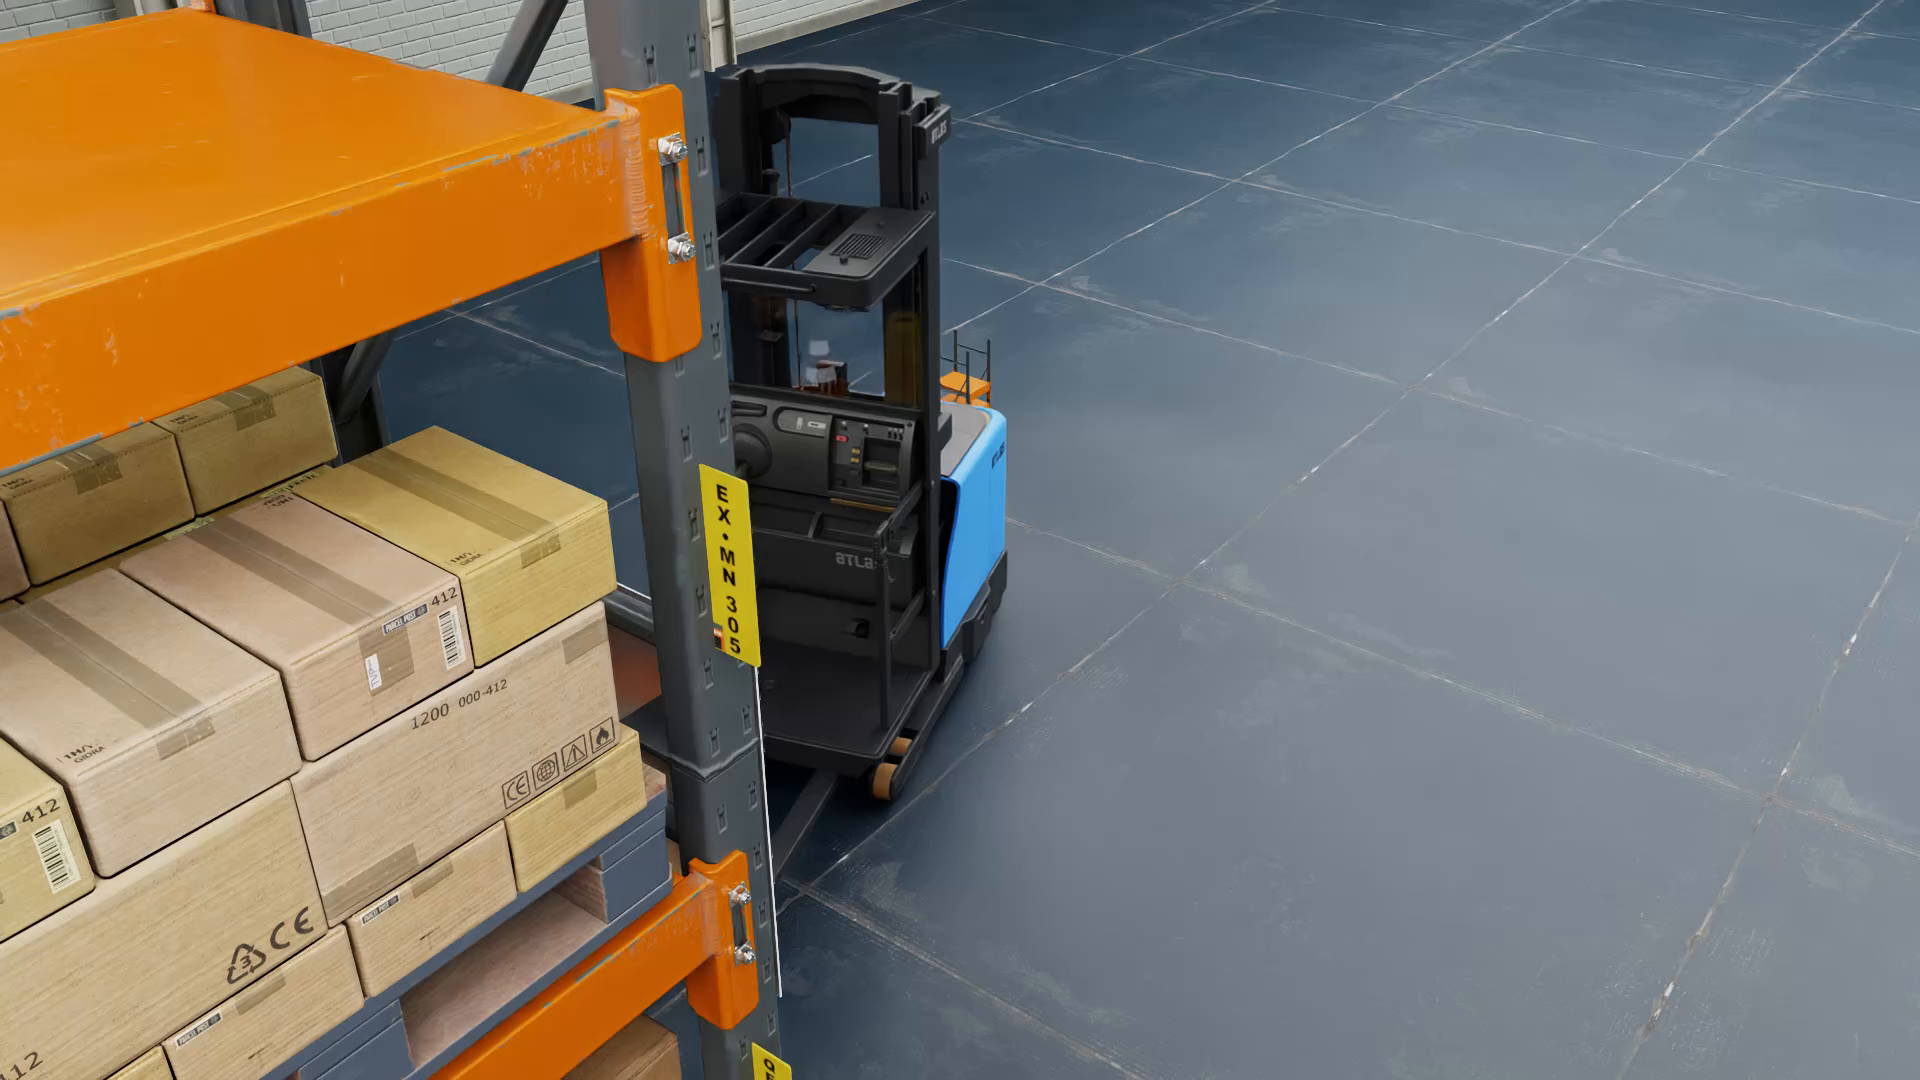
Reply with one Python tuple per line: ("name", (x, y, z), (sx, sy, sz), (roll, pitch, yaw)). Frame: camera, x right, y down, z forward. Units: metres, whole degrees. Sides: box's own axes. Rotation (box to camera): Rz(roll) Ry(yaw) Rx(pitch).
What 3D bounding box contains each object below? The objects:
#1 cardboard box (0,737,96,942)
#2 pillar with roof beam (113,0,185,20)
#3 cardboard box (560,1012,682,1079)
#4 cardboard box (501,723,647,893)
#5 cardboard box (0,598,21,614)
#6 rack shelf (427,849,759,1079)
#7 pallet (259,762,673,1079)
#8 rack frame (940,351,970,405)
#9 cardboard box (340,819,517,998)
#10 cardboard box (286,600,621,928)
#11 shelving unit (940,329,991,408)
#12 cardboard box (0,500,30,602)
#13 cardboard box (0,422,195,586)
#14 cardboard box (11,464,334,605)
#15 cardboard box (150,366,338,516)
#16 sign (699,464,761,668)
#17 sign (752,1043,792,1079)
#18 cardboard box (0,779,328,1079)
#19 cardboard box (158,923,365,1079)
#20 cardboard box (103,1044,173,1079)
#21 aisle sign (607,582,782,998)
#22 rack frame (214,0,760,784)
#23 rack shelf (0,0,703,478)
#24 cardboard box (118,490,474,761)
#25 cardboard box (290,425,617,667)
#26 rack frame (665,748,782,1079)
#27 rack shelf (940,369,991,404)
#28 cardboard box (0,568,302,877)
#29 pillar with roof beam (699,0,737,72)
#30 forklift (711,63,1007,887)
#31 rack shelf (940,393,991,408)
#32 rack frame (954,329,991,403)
("cardboard box", (-1.166, 0.310, 1.798), (0.380, 0.149, 0.250), (22, 37, 32))
("pillar with roof beam", (-2.824, -5.191, 9.183), (9.100, 9.000, 0.400), (21, 37, 31))
("cardboard box", (-1.027, 1.116, 3.218), (0.875, 0.550, 0.550), (21, 37, 31))
("cardboard box", (-0.702, 0.340, 2.529), (0.380, 0.149, 0.250), (21, 37, 31))
("cardboard box", (-1.573, 0.253, 2.285), (0.500, 0.250, 0.500), (21, 36, 31))
("rack shelf", (-1.979, 1.338, 1.813), (1.077, 0.370, 4.000), (21, 37, 31))
("pallet", (-1.211, 0.559, 2.510), (1.003, 0.211, 1.213), (21, 37, 31))
("rack frame", (-0.047, -0.485, 8.891), (0.240, 1.200, 0.006), (21, 37, 31))
("cardboard box", (-0.855, 0.442, 2.357), (0.380, 0.149, 0.250), (21, 37, 32))
("cardboard box", (-0.845, 0.214, 2.351), (0.500, 0.250, 0.500), (22, 37, 32))
("shelving unit", (0.009, -0.522, 8.954), (0.258, 1.200, 0.189), (21, 37, 31))
("cardboard box", (-1.533, 0.001, 2.319), (0.380, 0.149, 0.250), (21, 36, 31))
("cardboard box", (-1.379, -0.104, 2.495), (0.380, 0.149, 0.250), (21, 37, 32))
("cardboard box", (-1.268, 0.046, 2.634), (0.500, 0.250, 0.500), (21, 37, 31))
("cardboard box", (-1.227, -0.205, 2.666), (0.380, 0.149, 0.250), (22, 37, 32))
("sign", (-0.348, 0.042, 2.505), (0.100, 0.325, 0.005), (21, 37, 31))
("sign", (-0.348, 1.079, 3.119), (0.100, 0.325, 0.005), (21, 37, 31))
("cardboard box", (-1.147, 0.417, 2.008), (0.500, 0.250, 0.500), (21, 37, 31))
("cardboard box", (-1.010, 0.546, 2.180), (0.380, 0.149, 0.250), (22, 37, 32))
("cardboard box", (-1.163, 0.649, 2.007), (0.380, 0.149, 0.250), (21, 37, 32))
("aisle sign", (-0.490, 0.451, 2.996), (0.394, 0.787, 0.004), (21, 37, 31))
("rack frame", (-0.772, -1.075, 2.237), (1.000, 3.000, 0.127), (21, 37, 31))
("rack shelf", (-1.979, 0.220, 1.150), (1.077, 0.370, 4.000), (21, 37, 31))
("cardboard box", (-0.857, 0.100, 2.152), (0.380, 0.149, 0.250), (21, 37, 32))
("cardboard box", (-0.705, -0.001, 2.322), (0.380, 0.149, 0.250), (22, 37, 32))
("rack frame", (-0.772, 1.506, 3.766), (1.000, 3.000, 0.127), (21, 37, 31))
("rack shelf", (0.009, -0.794, 8.793), (0.258, 0.103, 0.180), (21, 37, 31))
("cardboard box", (-1.011, 0.204, 1.976), (0.380, 0.149, 0.250), (22, 37, 32))
("pillar with roof beam", (0.798, -7.630, 13.298), (9.100, 9.000, 0.400), (21, 37, 31))
("forklift", (-0.704, -0.348, 6.963), (1.130, 2.935, 3.031), (10, 32, 16))
("rack shelf", (0.009, -0.690, 8.854), (0.258, 0.103, 0.180), (21, 37, 31))
("rack frame", (0.064, -0.559, 9.017), (0.240, 1.200, 0.006), (21, 37, 31))
